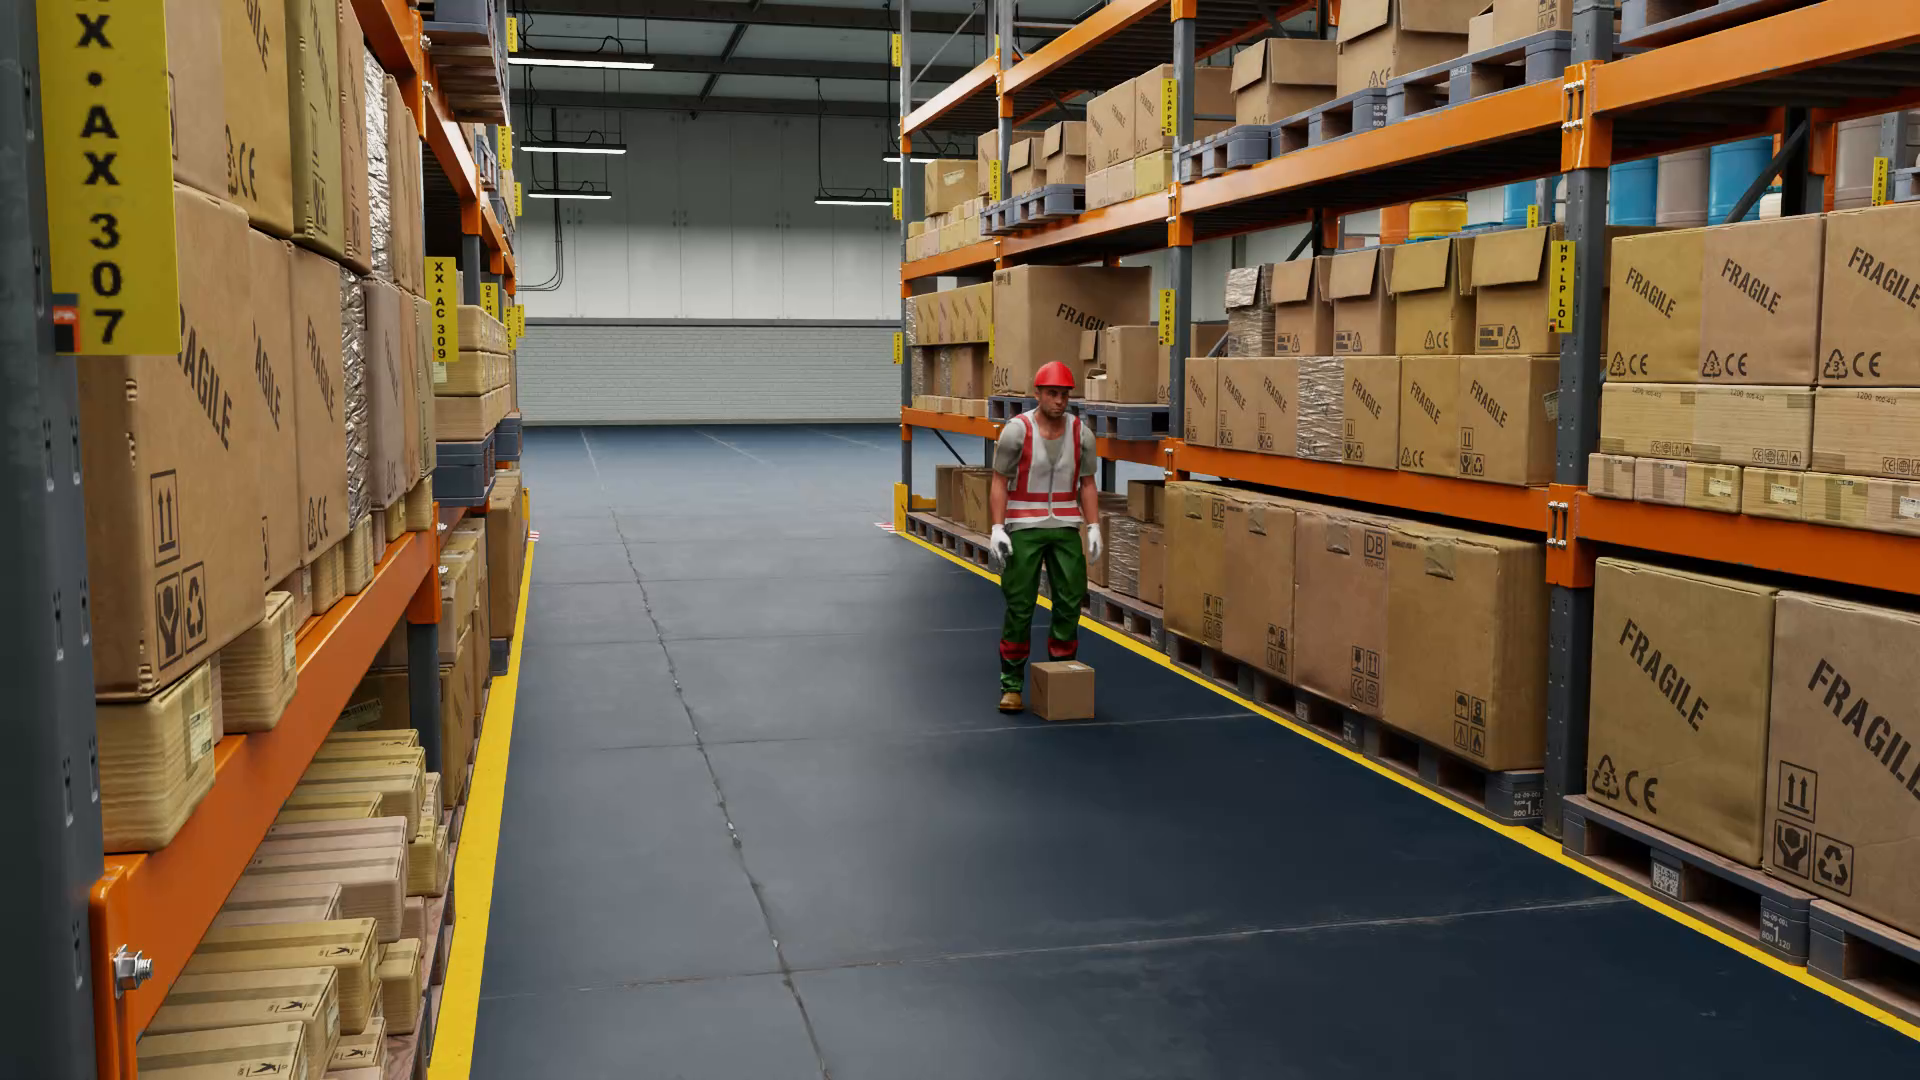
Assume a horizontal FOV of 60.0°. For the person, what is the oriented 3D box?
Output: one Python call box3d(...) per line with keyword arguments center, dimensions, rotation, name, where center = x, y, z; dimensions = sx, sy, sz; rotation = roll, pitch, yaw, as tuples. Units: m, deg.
box3d(center=(0.441, -0.022, 8.528), dimensions=(0.607, 1.780, 0.450), rotation=(-1, 6, -14), name="person")
